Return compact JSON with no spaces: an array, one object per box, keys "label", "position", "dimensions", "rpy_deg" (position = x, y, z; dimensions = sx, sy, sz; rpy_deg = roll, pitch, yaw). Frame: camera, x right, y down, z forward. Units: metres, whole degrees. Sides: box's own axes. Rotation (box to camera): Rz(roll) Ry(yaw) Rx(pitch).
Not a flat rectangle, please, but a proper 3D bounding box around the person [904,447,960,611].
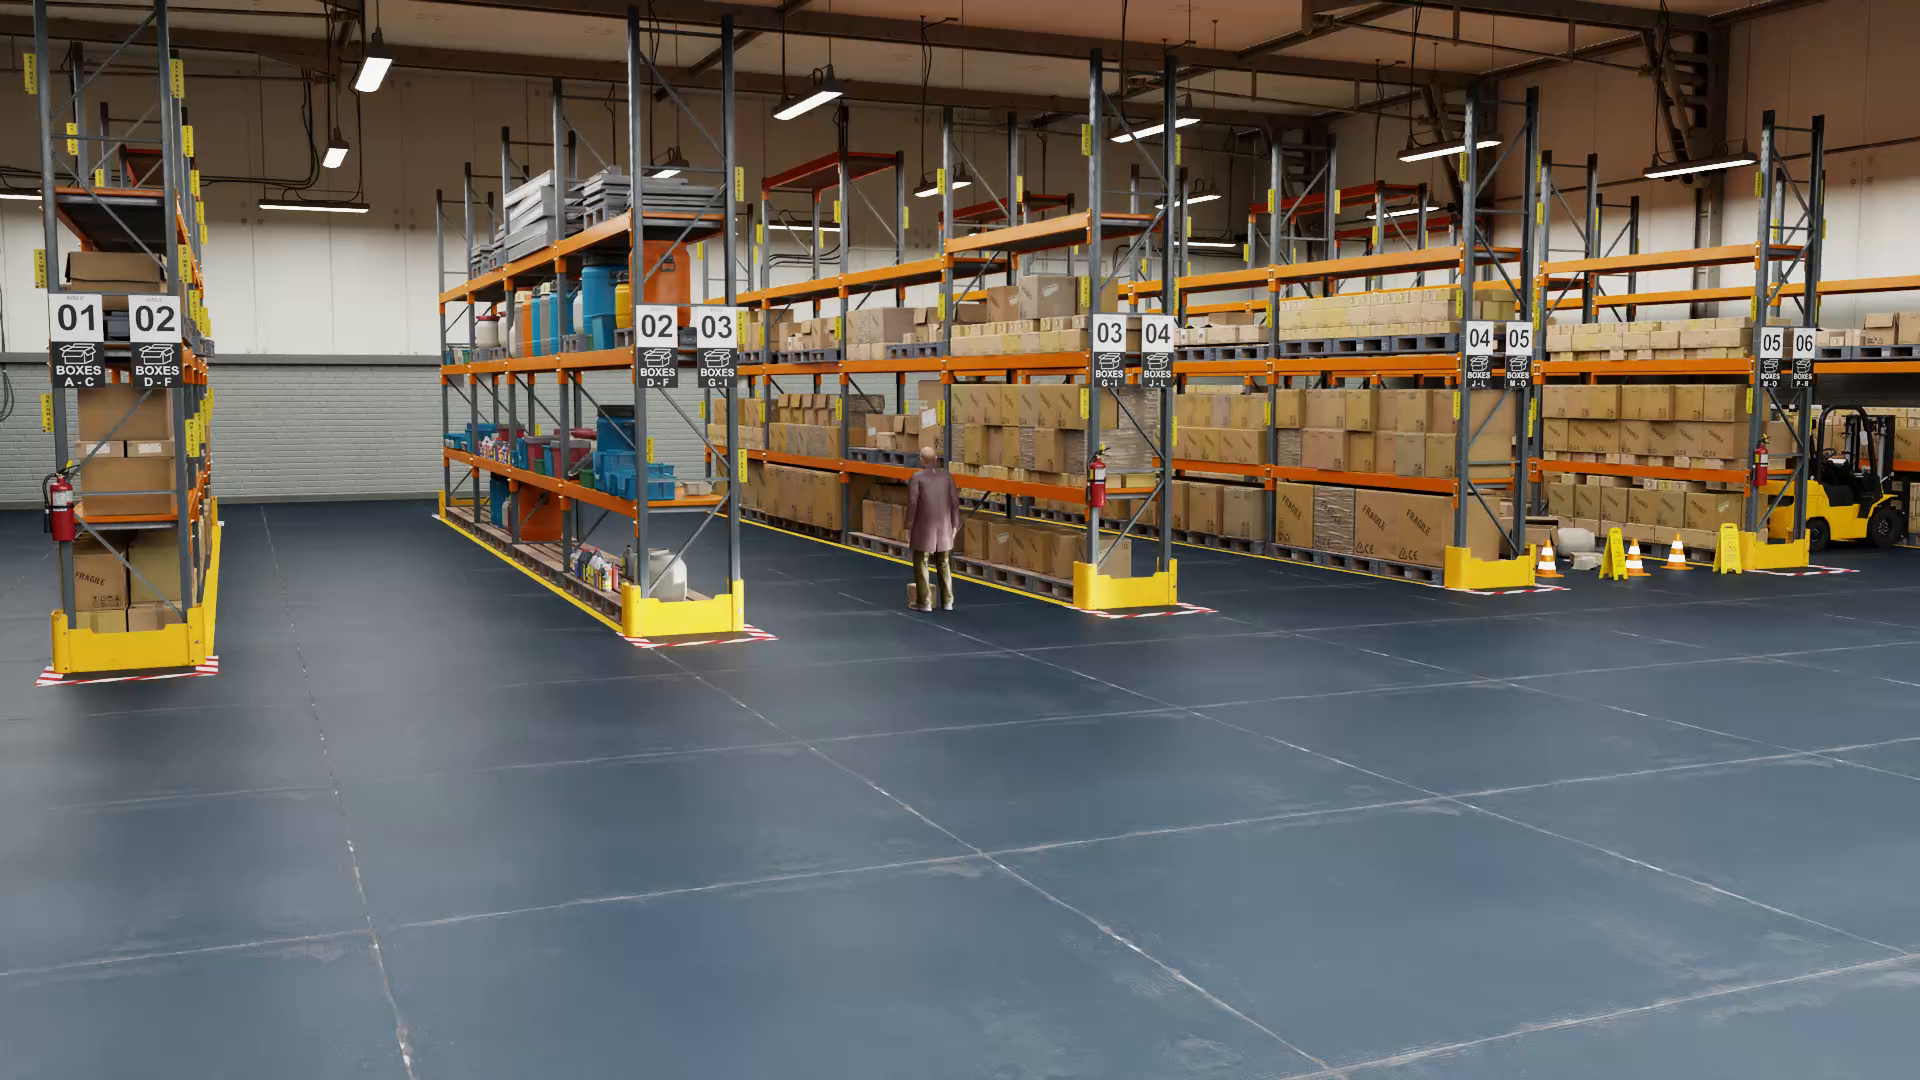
[{"label":"person","position":[-0.311,-0.122,18.024],"dimensions":[0.641,1.773,0.427],"rpy_deg":[-2,6,-24]}]
